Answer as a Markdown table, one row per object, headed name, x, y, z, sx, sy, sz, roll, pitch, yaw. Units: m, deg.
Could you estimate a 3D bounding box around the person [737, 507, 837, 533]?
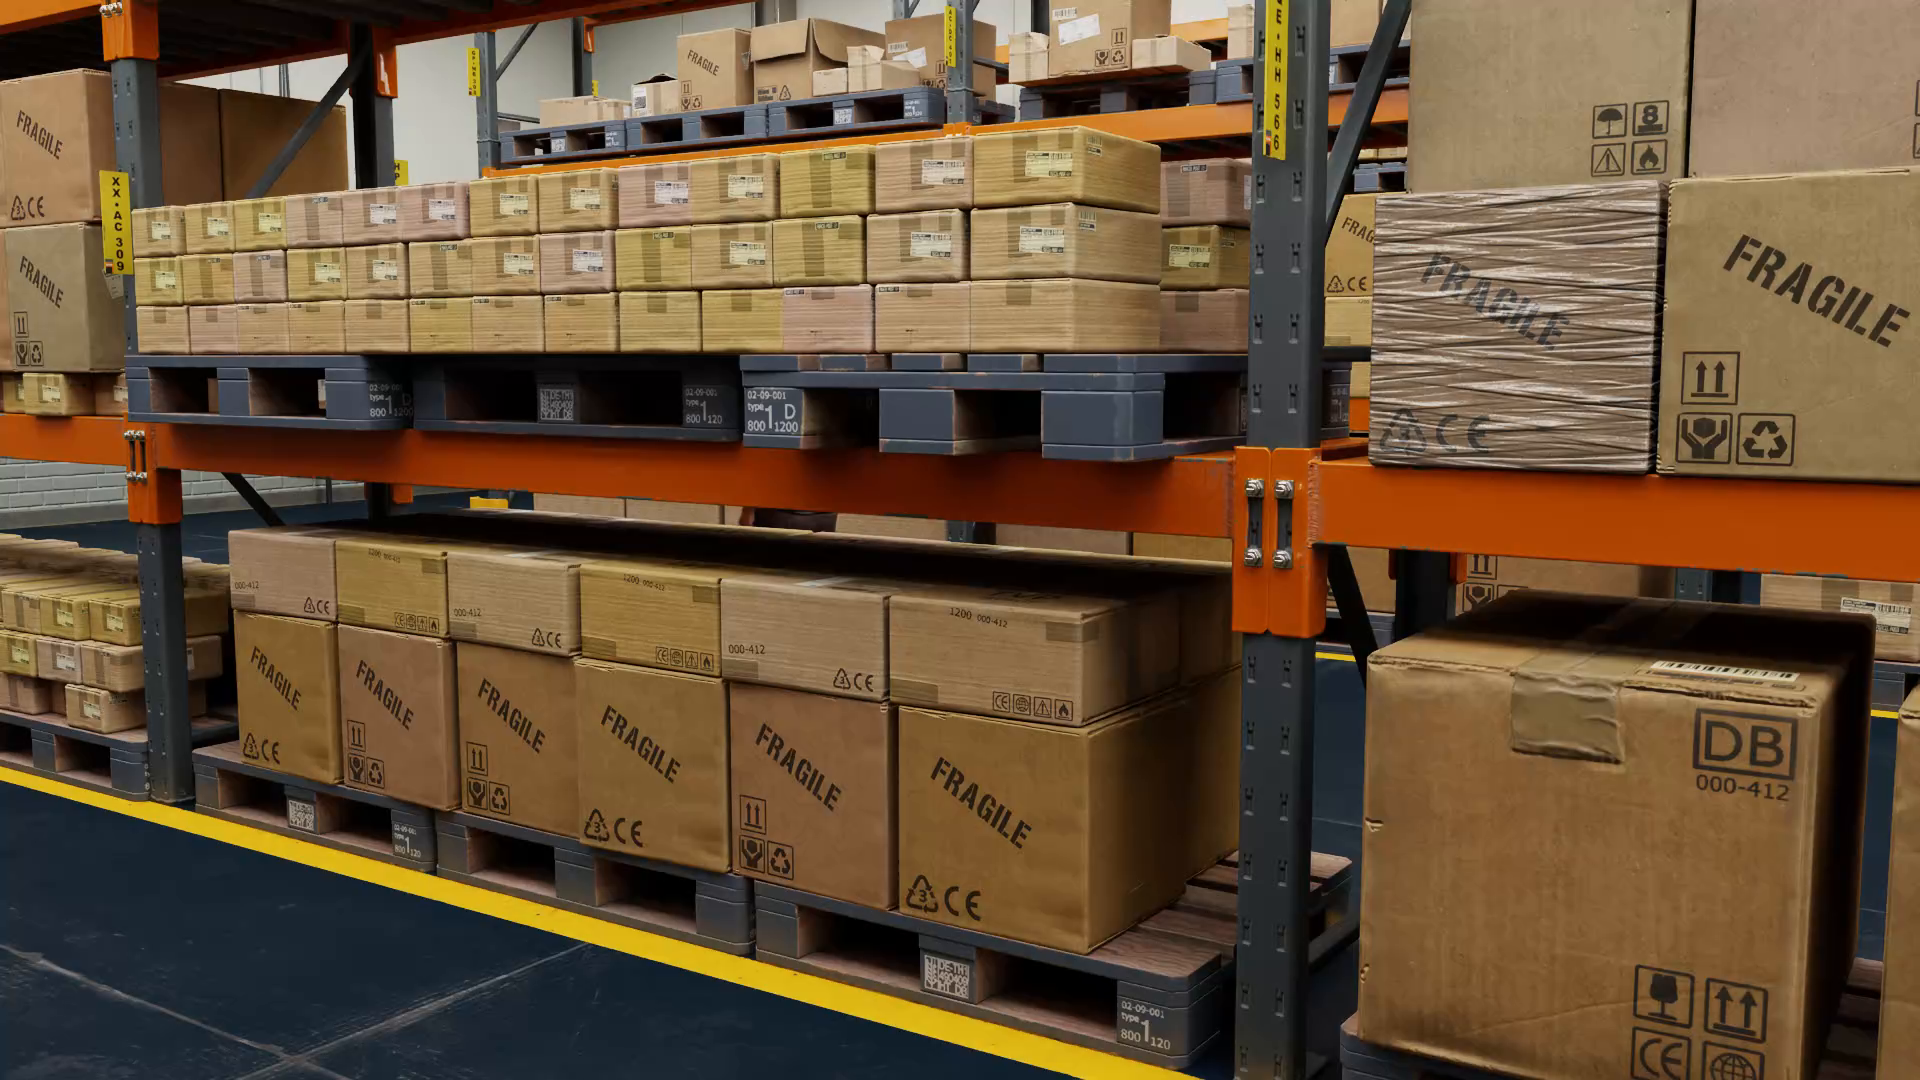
| name | x | y | z | sx | sy | sz | roll | pitch | yaw |
| --- | --- | --- | --- | --- | --- | --- | --- | --- | --- |
| person | -0.730 | -0.118 | 6.962 | 0.473 | 1.721 | 0.593 | 4 | 7 | 30 |
